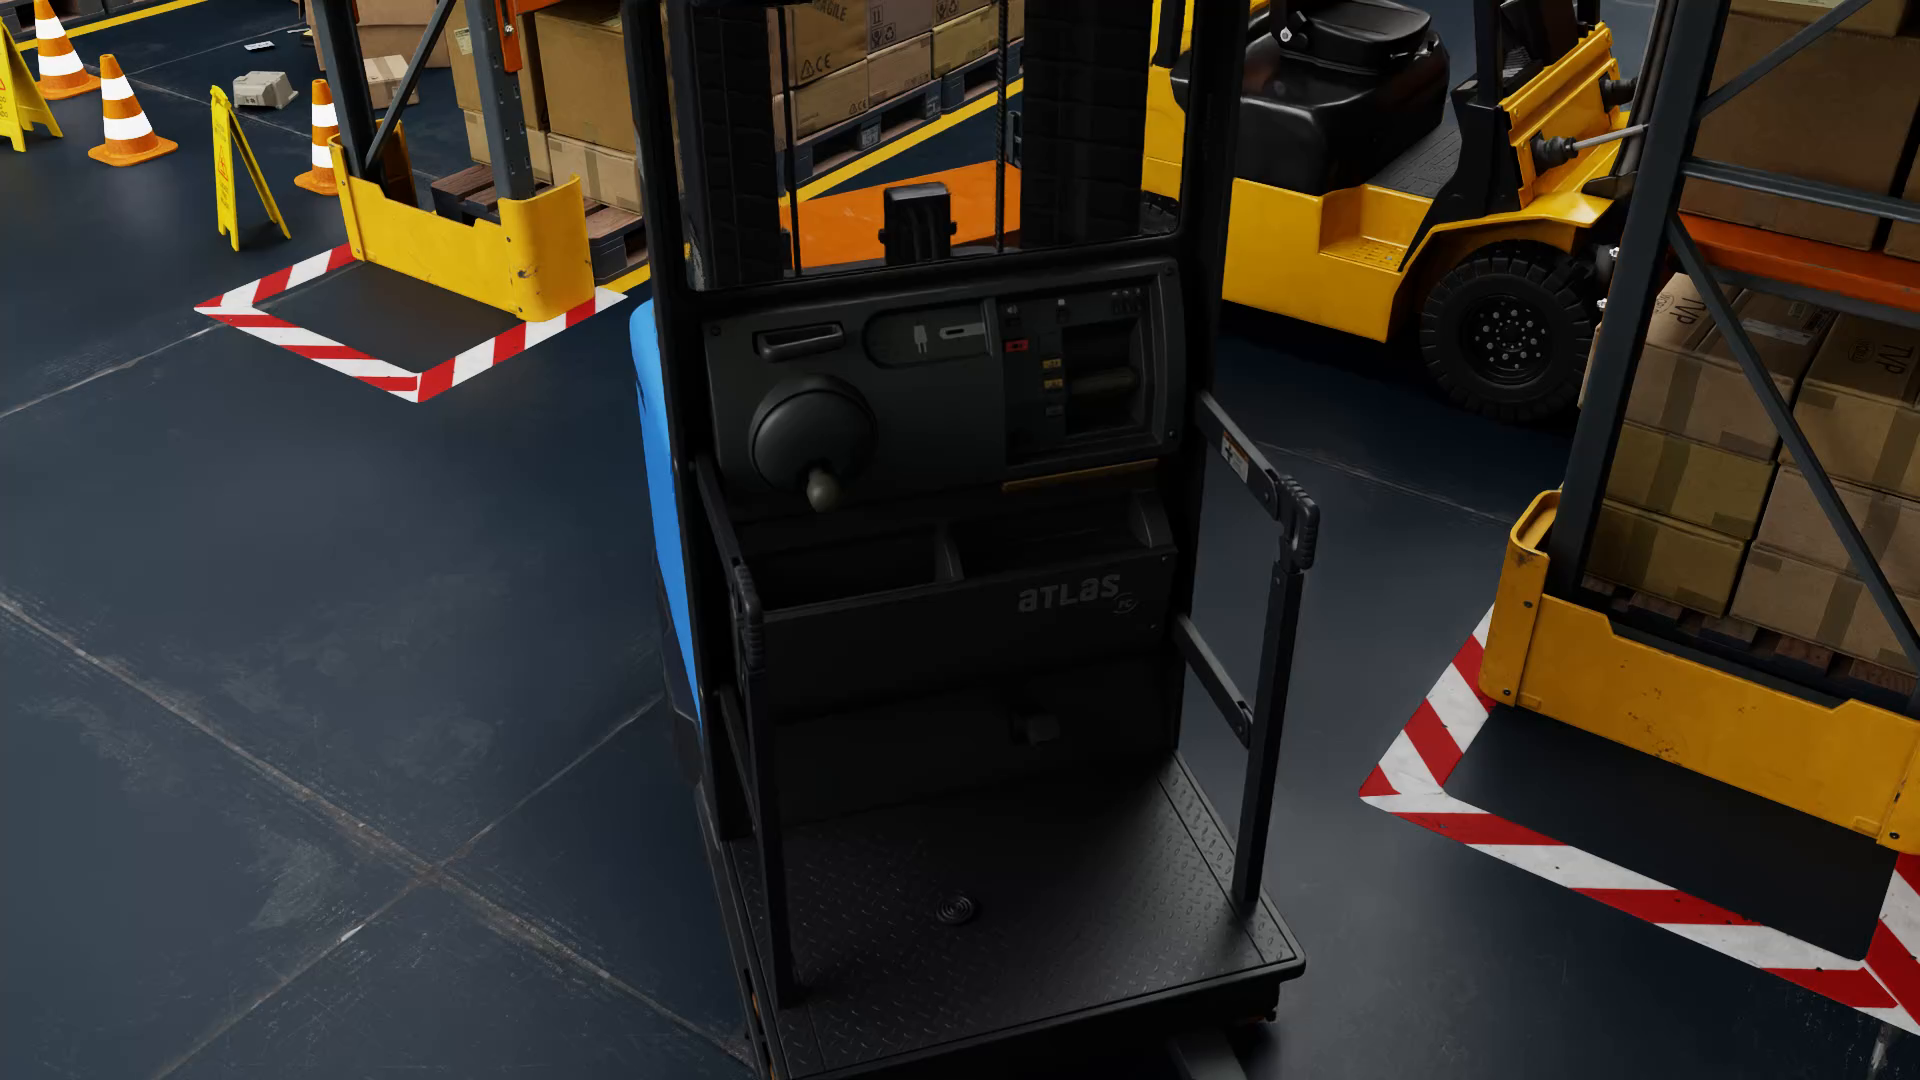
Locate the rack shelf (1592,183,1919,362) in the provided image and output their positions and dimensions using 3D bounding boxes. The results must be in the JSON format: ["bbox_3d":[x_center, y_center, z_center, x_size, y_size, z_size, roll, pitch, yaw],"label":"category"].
[{"bbox_3d":[3.153,-1.349,5.210,1.077,0.370,4.000,21,39,28],"label":"rack shelf"}]

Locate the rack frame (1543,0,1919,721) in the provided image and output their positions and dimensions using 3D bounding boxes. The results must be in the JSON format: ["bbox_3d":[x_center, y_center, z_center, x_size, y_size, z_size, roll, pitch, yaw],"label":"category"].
[{"bbox_3d":[2.013,-0.727,3.647,1.000,3.000,0.127,21,39,28],"label":"rack frame"}]

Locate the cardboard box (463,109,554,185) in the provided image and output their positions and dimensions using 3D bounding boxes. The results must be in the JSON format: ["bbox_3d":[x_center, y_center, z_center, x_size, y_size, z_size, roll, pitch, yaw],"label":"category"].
[{"bbox_3d":[-1.813,-1.815,7.335,0.500,0.250,0.500,21,39,28],"label":"cardboard box"}]

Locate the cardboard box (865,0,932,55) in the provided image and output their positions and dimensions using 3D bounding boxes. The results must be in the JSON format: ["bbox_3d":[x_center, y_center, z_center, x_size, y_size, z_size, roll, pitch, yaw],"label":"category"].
[{"bbox_3d":[-0.481,-2.669,7.930,0.500,0.500,0.500,24,41,31],"label":"cardboard box"}]

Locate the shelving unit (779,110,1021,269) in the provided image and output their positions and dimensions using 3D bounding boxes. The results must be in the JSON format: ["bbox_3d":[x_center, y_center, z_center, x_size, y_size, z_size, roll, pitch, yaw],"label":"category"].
[{"bbox_3d":[-0.156,-0.624,5.169,1.048,1.125,0.538,-18,38,-25],"label":"shelving unit"}]

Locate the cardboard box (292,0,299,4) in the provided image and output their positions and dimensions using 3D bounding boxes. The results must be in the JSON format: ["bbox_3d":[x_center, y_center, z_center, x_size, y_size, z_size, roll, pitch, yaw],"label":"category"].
[{"bbox_3d":[-3.952,-3.609,10.139,0.500,0.500,0.500,29,44,36],"label":"cardboard box"}]

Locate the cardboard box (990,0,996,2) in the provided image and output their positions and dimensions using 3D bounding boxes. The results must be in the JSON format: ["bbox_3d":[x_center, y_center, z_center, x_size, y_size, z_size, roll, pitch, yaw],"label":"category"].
[{"bbox_3d":[0.097,-3.139,8.624,0.500,0.500,0.500,21,39,28],"label":"cardboard box"}]

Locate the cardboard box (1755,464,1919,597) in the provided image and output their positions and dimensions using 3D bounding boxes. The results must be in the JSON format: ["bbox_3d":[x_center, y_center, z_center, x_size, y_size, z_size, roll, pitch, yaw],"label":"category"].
[{"bbox_3d":[2.452,-0.119,4.382,0.500,0.250,0.500,22,40,29],"label":"cardboard box"}]

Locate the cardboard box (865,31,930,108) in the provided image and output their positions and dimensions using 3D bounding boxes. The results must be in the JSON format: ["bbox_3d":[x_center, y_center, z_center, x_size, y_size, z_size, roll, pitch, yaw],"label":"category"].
[{"bbox_3d":[-0.491,-2.348,8.124,0.500,0.250,0.500,22,40,29],"label":"cardboard box"}]

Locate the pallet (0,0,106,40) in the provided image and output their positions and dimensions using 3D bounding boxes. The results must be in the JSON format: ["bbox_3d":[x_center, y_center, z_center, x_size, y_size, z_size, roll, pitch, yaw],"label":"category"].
[{"bbox_3d":[-5.799,-3.083,9.621,1.003,0.211,1.213,21,39,28],"label":"pallet"}]

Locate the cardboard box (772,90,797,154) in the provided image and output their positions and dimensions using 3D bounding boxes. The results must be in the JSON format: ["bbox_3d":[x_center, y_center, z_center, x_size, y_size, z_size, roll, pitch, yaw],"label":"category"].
[{"bbox_3d":[-1.082,-1.861,7.404,0.500,0.250,0.500,23,40,30],"label":"cardboard box"}]

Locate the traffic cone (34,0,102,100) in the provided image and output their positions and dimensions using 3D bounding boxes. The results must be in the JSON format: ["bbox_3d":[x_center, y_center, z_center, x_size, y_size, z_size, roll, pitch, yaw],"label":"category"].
[{"bbox_3d":[-4.722,-2.585,8.660,0.336,0.463,0.334,21,39,28],"label":"traffic cone"}]

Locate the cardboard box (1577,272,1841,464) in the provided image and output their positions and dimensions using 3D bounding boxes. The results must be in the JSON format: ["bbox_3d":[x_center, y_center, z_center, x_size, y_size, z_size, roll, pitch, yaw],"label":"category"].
[{"bbox_3d":[2.019,-0.488,4.480,0.500,0.250,0.500,23,40,30],"label":"cardboard box"}]

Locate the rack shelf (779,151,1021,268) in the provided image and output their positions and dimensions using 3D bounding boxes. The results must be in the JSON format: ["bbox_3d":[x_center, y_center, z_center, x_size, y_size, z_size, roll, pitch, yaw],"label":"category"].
[{"bbox_3d":[-0.156,-0.866,5.005,1.000,0.278,0.538,-18,38,-25],"label":"rack shelf"}]

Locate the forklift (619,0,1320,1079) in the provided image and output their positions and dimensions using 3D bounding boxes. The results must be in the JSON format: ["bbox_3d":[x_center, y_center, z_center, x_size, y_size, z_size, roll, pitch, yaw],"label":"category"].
[{"bbox_3d":[0.051,-0.234,2.980,1.130,2.935,3.031,-9,35,-14],"label":"forklift"}]

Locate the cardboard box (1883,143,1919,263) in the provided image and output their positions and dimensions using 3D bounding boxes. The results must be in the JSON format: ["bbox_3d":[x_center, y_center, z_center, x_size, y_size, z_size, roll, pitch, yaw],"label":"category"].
[{"bbox_3d":[2.524,-0.908,3.825,0.500,0.500,0.500,23,40,30],"label":"cardboard box"}]

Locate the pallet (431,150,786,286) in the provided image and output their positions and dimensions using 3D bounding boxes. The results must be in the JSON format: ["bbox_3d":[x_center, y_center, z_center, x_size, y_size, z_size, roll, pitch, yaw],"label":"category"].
[{"bbox_3d":[-1.531,-1.553,7.358,1.003,0.211,1.213,21,39,28],"label":"pallet"}]

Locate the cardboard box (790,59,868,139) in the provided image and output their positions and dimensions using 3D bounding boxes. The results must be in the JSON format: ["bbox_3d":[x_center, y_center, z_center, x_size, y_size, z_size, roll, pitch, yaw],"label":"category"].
[{"bbox_3d":[-0.782,-2.116,7.781,0.500,0.250,0.500,24,41,31],"label":"cardboard box"}]

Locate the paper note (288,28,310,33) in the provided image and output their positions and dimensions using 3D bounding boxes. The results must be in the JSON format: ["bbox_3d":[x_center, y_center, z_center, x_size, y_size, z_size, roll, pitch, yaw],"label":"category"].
[{"bbox_3d":[-3.810,-2.937,9.584,0.123,0.001,0.032,-15,37,-21],"label":"paper note"}]

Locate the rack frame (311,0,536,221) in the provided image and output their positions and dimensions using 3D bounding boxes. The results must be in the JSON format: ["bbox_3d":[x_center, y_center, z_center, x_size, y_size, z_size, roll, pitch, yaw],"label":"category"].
[{"bbox_3d":[-2.067,-2.311,5.989,1.000,3.000,0.127,21,39,28],"label":"rack frame"}]

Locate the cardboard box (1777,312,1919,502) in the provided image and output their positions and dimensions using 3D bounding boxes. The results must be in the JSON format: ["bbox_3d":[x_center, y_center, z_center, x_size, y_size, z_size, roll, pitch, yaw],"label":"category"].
[{"bbox_3d":[2.443,-0.337,4.257,0.500,0.250,0.500,21,39,28],"label":"cardboard box"}]

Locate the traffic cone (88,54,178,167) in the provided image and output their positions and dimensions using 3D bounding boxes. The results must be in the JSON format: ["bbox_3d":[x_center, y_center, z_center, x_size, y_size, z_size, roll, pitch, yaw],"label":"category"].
[{"bbox_3d":[-3.987,-2.068,7.895,0.336,0.463,0.334,21,39,28],"label":"traffic cone"}]

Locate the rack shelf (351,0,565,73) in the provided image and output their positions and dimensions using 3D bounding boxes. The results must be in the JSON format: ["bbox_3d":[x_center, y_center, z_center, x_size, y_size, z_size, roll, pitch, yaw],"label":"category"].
[{"bbox_3d":[-0.926,-2.933,7.552,1.077,0.370,4.000,21,39,28],"label":"rack shelf"}]

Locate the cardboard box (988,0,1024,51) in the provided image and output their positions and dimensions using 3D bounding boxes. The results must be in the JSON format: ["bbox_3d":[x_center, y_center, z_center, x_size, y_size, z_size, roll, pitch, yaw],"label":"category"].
[{"bbox_3d":[0.098,-2.829,8.835,0.500,0.250,0.500,23,40,30],"label":"cardboard box"}]

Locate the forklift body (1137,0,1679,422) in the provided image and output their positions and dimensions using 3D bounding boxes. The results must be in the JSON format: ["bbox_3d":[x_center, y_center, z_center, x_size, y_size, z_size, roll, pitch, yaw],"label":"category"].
[{"bbox_3d":[1.596,-1.831,6.037,2.313,2.155,1.214,21,39,28],"label":"forklift body"}]

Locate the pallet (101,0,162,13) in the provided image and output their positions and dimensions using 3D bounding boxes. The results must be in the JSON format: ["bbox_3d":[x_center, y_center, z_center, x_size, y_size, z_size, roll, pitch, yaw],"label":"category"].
[{"bbox_3d":[-5.103,-3.642,10.447,1.003,0.211,1.213,21,39,28],"label":"pallet"}]

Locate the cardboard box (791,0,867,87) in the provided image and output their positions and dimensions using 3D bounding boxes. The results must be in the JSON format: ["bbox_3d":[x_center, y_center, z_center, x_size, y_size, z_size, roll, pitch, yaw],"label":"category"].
[{"bbox_3d":[-0.779,-2.421,7.562,0.500,0.500,0.500,22,40,29],"label":"cardboard box"}]

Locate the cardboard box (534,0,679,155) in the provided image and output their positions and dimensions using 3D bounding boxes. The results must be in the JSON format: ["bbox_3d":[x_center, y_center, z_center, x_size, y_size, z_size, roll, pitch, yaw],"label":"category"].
[{"bbox_3d":[-1.367,-1.950,6.867,0.500,0.500,0.500,20,39,27],"label":"cardboard box"}]

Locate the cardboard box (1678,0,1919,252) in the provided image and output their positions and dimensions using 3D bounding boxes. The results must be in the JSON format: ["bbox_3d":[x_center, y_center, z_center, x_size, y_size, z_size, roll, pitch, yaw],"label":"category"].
[{"bbox_3d":[2.078,-1.079,4.078,0.500,0.500,0.500,20,39,27],"label":"cardboard box"}]

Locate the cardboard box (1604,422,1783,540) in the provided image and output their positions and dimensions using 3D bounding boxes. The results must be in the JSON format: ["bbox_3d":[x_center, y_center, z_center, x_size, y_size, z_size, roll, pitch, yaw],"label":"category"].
[{"bbox_3d":[2.034,-0.293,4.639,0.500,0.250,0.500,21,39,28],"label":"cardboard box"}]

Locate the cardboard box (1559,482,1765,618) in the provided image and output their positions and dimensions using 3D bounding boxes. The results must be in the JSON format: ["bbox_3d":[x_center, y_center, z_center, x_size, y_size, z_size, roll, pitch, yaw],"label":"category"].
[{"bbox_3d":[2.021,-0.079,4.769,0.500,0.250,0.500,22,40,28],"label":"cardboard box"}]

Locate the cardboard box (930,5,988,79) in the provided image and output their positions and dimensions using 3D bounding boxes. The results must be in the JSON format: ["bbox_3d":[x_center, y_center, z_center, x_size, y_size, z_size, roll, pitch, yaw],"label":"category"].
[{"bbox_3d":[-0.198,-2.580,8.468,0.500,0.250,0.500,20,39,27],"label":"cardboard box"}]

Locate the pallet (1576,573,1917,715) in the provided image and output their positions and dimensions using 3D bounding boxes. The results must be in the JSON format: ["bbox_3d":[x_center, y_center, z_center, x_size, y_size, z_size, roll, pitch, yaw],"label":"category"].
[{"bbox_3d":[2.415,0.063,4.969,1.003,0.211,1.213,21,39,28],"label":"pallet"}]

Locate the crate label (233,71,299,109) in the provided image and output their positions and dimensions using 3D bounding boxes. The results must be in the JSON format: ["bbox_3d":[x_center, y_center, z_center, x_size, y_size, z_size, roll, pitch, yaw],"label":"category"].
[{"bbox_3d":[-3.590,-2.314,8.550,0.250,0.136,0.298,3,34,4],"label":"crate label"}]

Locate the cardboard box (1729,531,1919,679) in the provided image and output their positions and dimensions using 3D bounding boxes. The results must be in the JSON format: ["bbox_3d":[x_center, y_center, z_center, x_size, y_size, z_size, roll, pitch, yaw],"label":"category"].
[{"bbox_3d":[2.454,0.075,4.542,0.500,0.250,0.500,21,40,28],"label":"cardboard box"}]

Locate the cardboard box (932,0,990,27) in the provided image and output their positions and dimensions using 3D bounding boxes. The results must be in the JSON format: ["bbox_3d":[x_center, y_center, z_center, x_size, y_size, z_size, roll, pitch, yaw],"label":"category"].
[{"bbox_3d":[-0.191,-2.904,8.277,0.500,0.500,0.500,22,40,29],"label":"cardboard box"}]

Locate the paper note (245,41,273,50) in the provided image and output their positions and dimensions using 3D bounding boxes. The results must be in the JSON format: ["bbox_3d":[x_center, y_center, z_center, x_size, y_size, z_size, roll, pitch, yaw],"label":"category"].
[{"bbox_3d":[-3.926,-2.775,9.327,0.142,0.017,0.144,-22,40,-29],"label":"paper note"}]

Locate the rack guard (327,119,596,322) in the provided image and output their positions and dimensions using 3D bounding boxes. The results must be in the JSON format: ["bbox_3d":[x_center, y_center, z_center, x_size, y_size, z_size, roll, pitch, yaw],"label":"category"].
[{"bbox_3d":[-2.023,-1.310,6.741,1.175,0.500,0.348,21,39,28],"label":"rack guard"}]

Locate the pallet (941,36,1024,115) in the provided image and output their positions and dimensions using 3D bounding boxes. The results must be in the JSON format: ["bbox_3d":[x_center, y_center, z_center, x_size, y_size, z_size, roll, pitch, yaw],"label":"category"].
[{"bbox_3d":[-0.140,-2.676,9.019,1.003,0.211,1.213,21,39,28],"label":"pallet"}]

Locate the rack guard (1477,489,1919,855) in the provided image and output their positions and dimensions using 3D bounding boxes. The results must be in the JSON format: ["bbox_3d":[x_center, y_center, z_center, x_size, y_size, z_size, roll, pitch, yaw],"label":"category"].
[{"bbox_3d":[1.999,0.320,4.331,1.175,0.500,0.348,21,39,28],"label":"rack guard"}]

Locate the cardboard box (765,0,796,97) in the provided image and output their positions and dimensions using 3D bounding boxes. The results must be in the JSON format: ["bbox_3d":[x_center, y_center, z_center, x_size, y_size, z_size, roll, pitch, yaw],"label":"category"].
[{"bbox_3d":[-1.072,-2.192,7.224,0.500,0.500,0.500,20,39,27],"label":"cardboard box"}]

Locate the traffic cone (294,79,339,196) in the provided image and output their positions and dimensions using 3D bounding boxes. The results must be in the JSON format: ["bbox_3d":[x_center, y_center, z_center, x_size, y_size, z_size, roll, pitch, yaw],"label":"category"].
[{"bbox_3d":[-2.881,-1.870,7.602,0.336,0.463,0.334,21,39,28],"label":"traffic cone"}]

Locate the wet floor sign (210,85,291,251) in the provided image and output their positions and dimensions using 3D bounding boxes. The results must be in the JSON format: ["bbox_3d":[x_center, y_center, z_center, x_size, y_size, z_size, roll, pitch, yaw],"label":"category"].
[{"bbox_3d":[-3.054,-1.590,7.025,0.232,0.644,0.267,-22,40,-29],"label":"wet floor sign"}]

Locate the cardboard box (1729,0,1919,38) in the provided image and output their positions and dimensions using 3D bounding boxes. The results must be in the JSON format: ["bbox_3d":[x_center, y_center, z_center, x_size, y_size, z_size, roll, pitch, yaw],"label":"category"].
[{"bbox_3d":[1.981,-1.286,3.806,0.380,0.149,0.250,22,40,29],"label":"cardboard box"}]

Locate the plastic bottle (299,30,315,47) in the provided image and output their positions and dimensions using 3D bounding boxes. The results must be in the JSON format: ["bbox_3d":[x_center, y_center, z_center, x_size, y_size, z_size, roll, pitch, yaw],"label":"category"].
[{"bbox_3d":[-3.616,-2.878,9.451,0.133,0.061,0.283,8,35,12],"label":"plastic bottle"}]

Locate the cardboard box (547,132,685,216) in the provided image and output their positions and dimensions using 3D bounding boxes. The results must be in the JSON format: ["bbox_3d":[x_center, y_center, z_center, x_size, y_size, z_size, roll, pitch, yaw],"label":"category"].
[{"bbox_3d":[-1.380,-1.629,7.060,0.500,0.250,0.500,21,39,28],"label":"cardboard box"}]

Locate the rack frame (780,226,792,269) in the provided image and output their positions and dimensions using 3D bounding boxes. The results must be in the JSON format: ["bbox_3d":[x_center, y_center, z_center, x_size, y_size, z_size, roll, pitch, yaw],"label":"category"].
[{"bbox_3d":[-0.595,-0.480,4.956,0.032,1.125,0.500,-18,38,-25],"label":"rack frame"}]

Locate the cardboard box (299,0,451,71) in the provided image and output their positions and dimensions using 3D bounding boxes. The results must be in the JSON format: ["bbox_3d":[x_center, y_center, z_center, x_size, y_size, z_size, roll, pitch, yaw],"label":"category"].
[{"bbox_3d":[-3.145,-2.894,9.080,0.797,0.503,0.637,-3,34,-4],"label":"cardboard box"}]

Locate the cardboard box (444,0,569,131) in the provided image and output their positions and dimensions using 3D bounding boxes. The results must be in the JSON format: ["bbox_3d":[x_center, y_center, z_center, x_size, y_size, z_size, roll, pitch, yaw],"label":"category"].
[{"bbox_3d":[-1.824,-2.108,7.100,0.500,0.500,0.500,22,40,28],"label":"cardboard box"}]

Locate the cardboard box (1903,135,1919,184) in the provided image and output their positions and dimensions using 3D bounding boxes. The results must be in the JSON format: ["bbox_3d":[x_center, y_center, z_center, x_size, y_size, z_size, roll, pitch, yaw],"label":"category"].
[{"bbox_3d":[2.381,-1.315,4.427,0.500,0.500,0.500,23,40,30],"label":"cardboard box"}]

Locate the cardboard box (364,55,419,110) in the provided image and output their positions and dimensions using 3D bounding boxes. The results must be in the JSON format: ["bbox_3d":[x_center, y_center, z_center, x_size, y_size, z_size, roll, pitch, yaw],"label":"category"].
[{"bbox_3d":[-2.979,-2.378,8.633,0.250,0.149,0.380,-15,37,-21],"label":"cardboard box"}]

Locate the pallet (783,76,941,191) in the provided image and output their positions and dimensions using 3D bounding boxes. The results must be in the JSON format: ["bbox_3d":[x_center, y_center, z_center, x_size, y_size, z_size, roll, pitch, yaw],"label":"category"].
[{"bbox_3d":[-0.835,-2.112,8.185,1.003,0.211,1.213,21,39,28],"label":"pallet"}]

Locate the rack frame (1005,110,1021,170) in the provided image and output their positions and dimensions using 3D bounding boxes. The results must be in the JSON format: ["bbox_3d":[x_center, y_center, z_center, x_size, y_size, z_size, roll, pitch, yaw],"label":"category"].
[{"bbox_3d":[0.283,-0.768,5.381,0.032,1.125,0.500,-18,38,-25],"label":"rack frame"}]

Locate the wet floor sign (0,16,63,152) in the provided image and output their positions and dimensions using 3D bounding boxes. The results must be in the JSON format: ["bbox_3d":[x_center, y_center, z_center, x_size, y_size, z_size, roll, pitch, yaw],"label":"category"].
[{"bbox_3d":[-4.581,-2.224,7.963,0.267,0.644,0.232,14,37,20],"label":"wet floor sign"}]
